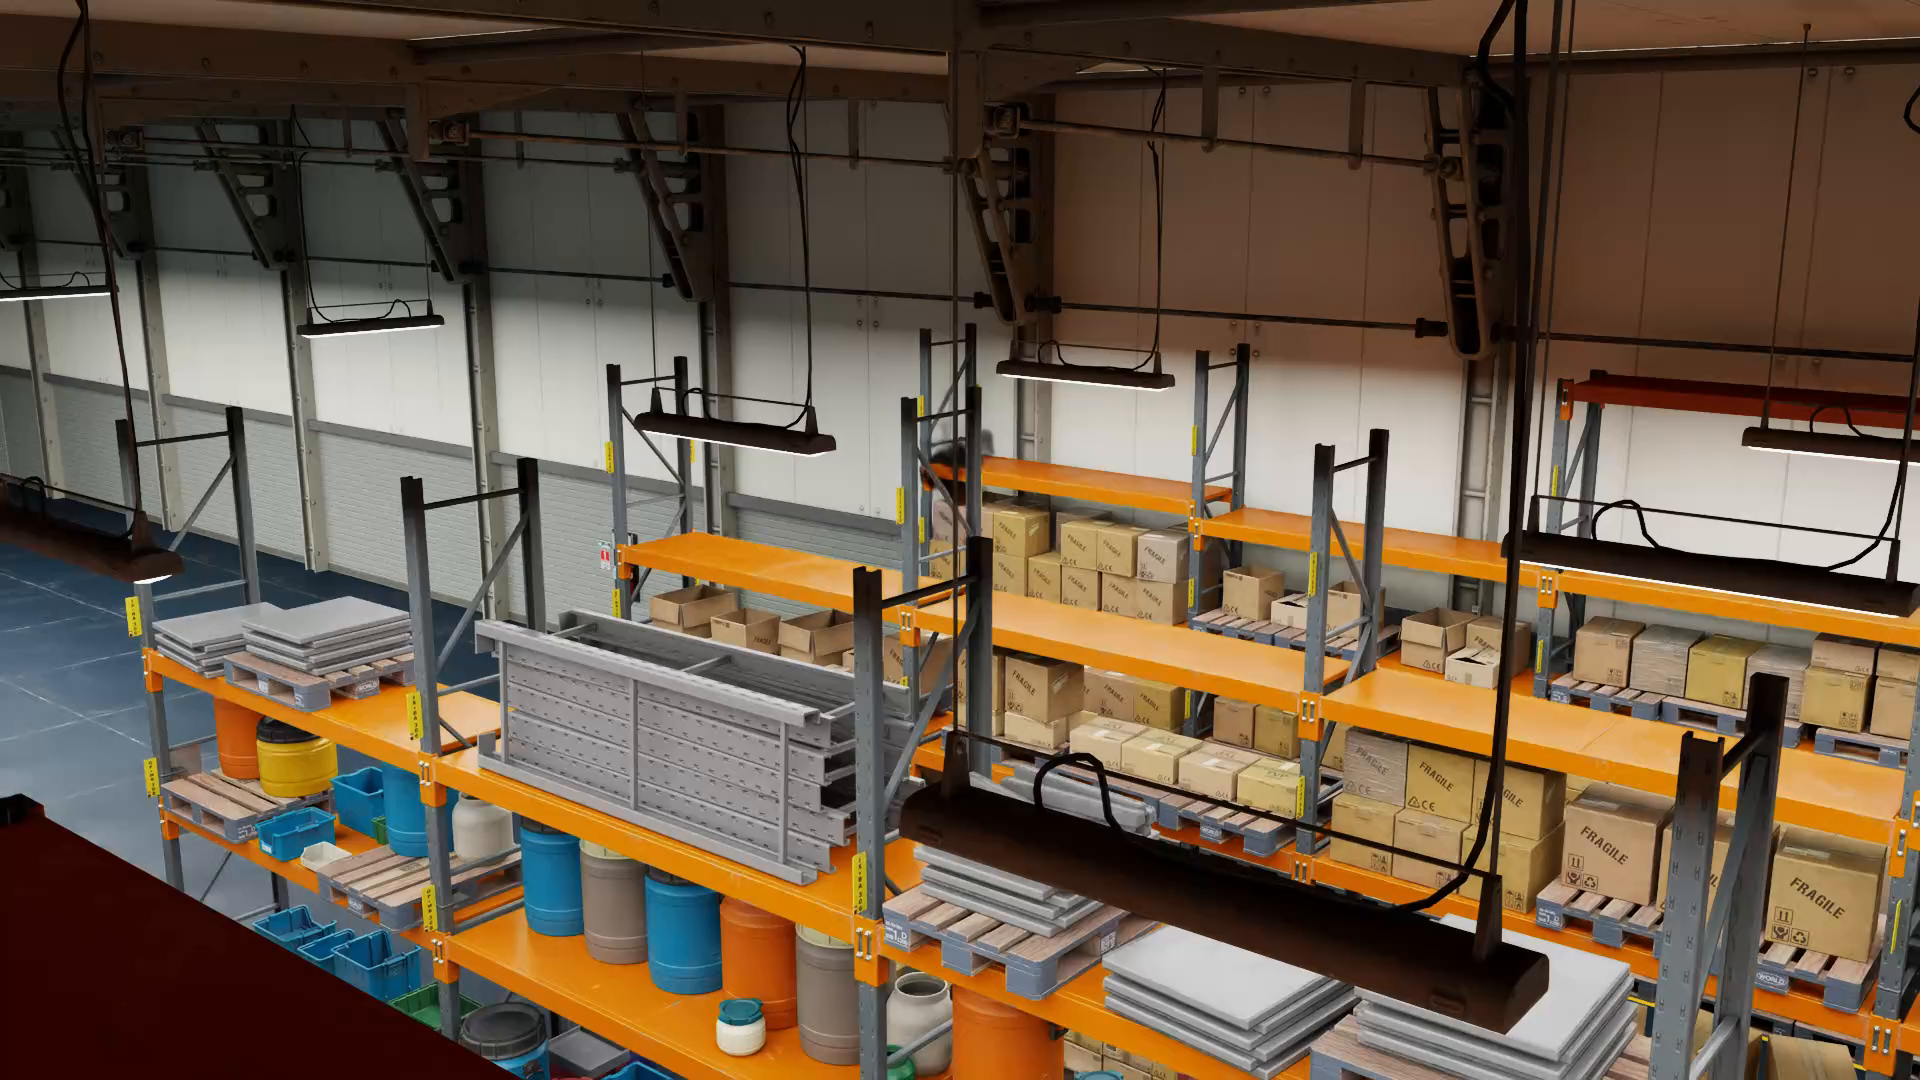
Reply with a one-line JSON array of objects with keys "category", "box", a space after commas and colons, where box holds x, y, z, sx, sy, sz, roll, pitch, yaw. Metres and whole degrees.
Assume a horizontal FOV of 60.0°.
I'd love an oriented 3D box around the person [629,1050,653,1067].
[{"category": "person", "box": [-2.696, 4.288, 13.674, 0.586, 1.596, 0.595, 9, 15, 34]}]
